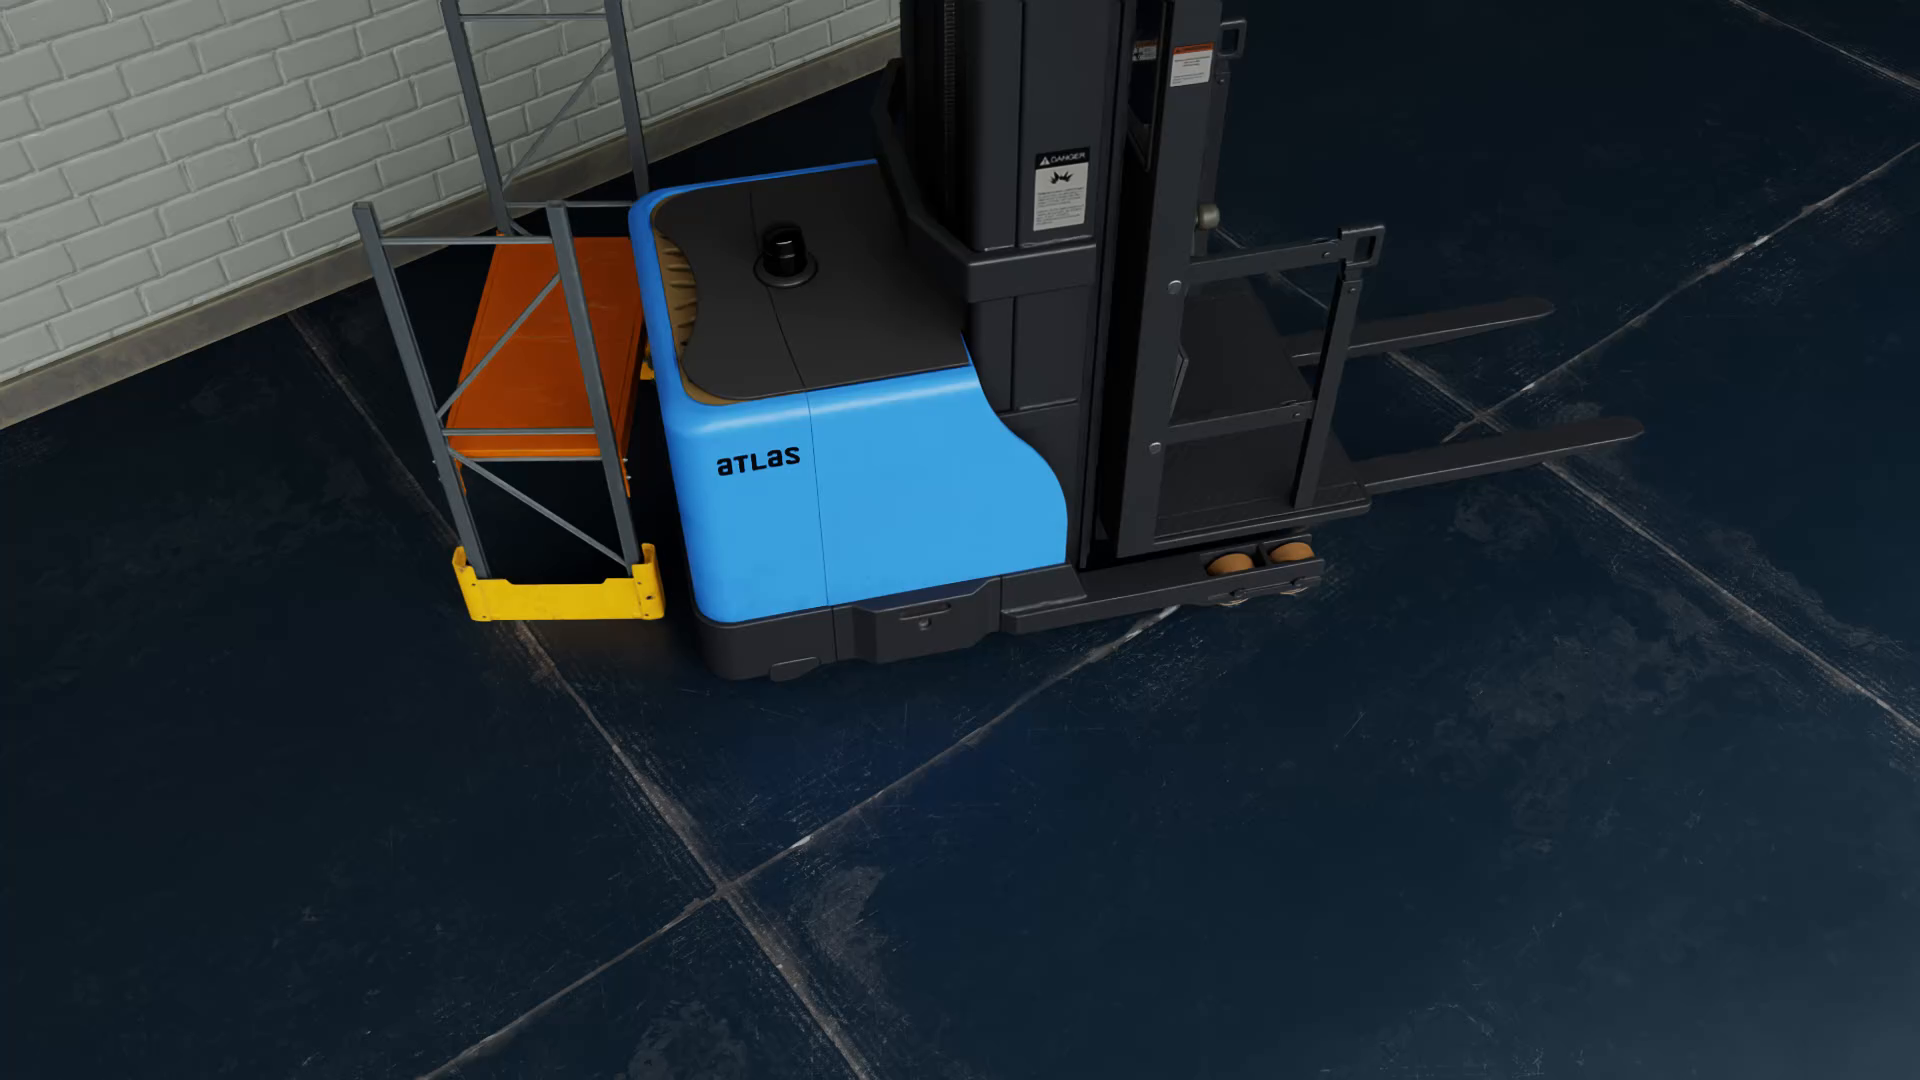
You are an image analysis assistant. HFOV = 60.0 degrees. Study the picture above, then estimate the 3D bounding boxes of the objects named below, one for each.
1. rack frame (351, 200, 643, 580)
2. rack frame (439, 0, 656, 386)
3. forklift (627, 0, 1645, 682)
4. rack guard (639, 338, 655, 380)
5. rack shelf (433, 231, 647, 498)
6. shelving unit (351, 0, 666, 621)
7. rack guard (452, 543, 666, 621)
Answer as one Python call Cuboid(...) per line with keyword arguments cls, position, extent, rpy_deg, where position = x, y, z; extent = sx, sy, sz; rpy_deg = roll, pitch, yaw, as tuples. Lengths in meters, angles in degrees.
Cuboid(cls="rack frame", position=(-1.190, -0.292, 4.502), extent=(0.500, 1.500, 0.032), rpy_deg=(-1, 48, -1))
Cuboid(cls="rack frame", position=(-1.206, -1.045, 5.185), extent=(0.500, 1.500, 0.032), rpy_deg=(-1, 48, -1))
Cuboid(cls="forklift", position=(0.622, -1.157, 4.321), extent=(3.031, 2.935, 1.130), rpy_deg=(-10, 49, -9))
Cuboid(cls="rack guard", position=(-1.205, -0.611, 5.635), extent=(0.587, 0.250, 0.087), rpy_deg=(-1, 48, -1))
Cuboid(cls="rack shelf", position=(-1.198, -0.548, 4.977), extent=(0.538, 0.185, 1.000), rpy_deg=(-1, 48, -1))
Cuboid(cls="shelving unit", position=(-1.198, -0.662, 4.838), extent=(0.587, 1.500, 1.083), rpy_deg=(-1, 48, -1))
Cuboid(cls="rack guard", position=(-1.190, 0.127, 4.966), extent=(0.587, 0.250, 0.087), rpy_deg=(-1, 48, -1))
